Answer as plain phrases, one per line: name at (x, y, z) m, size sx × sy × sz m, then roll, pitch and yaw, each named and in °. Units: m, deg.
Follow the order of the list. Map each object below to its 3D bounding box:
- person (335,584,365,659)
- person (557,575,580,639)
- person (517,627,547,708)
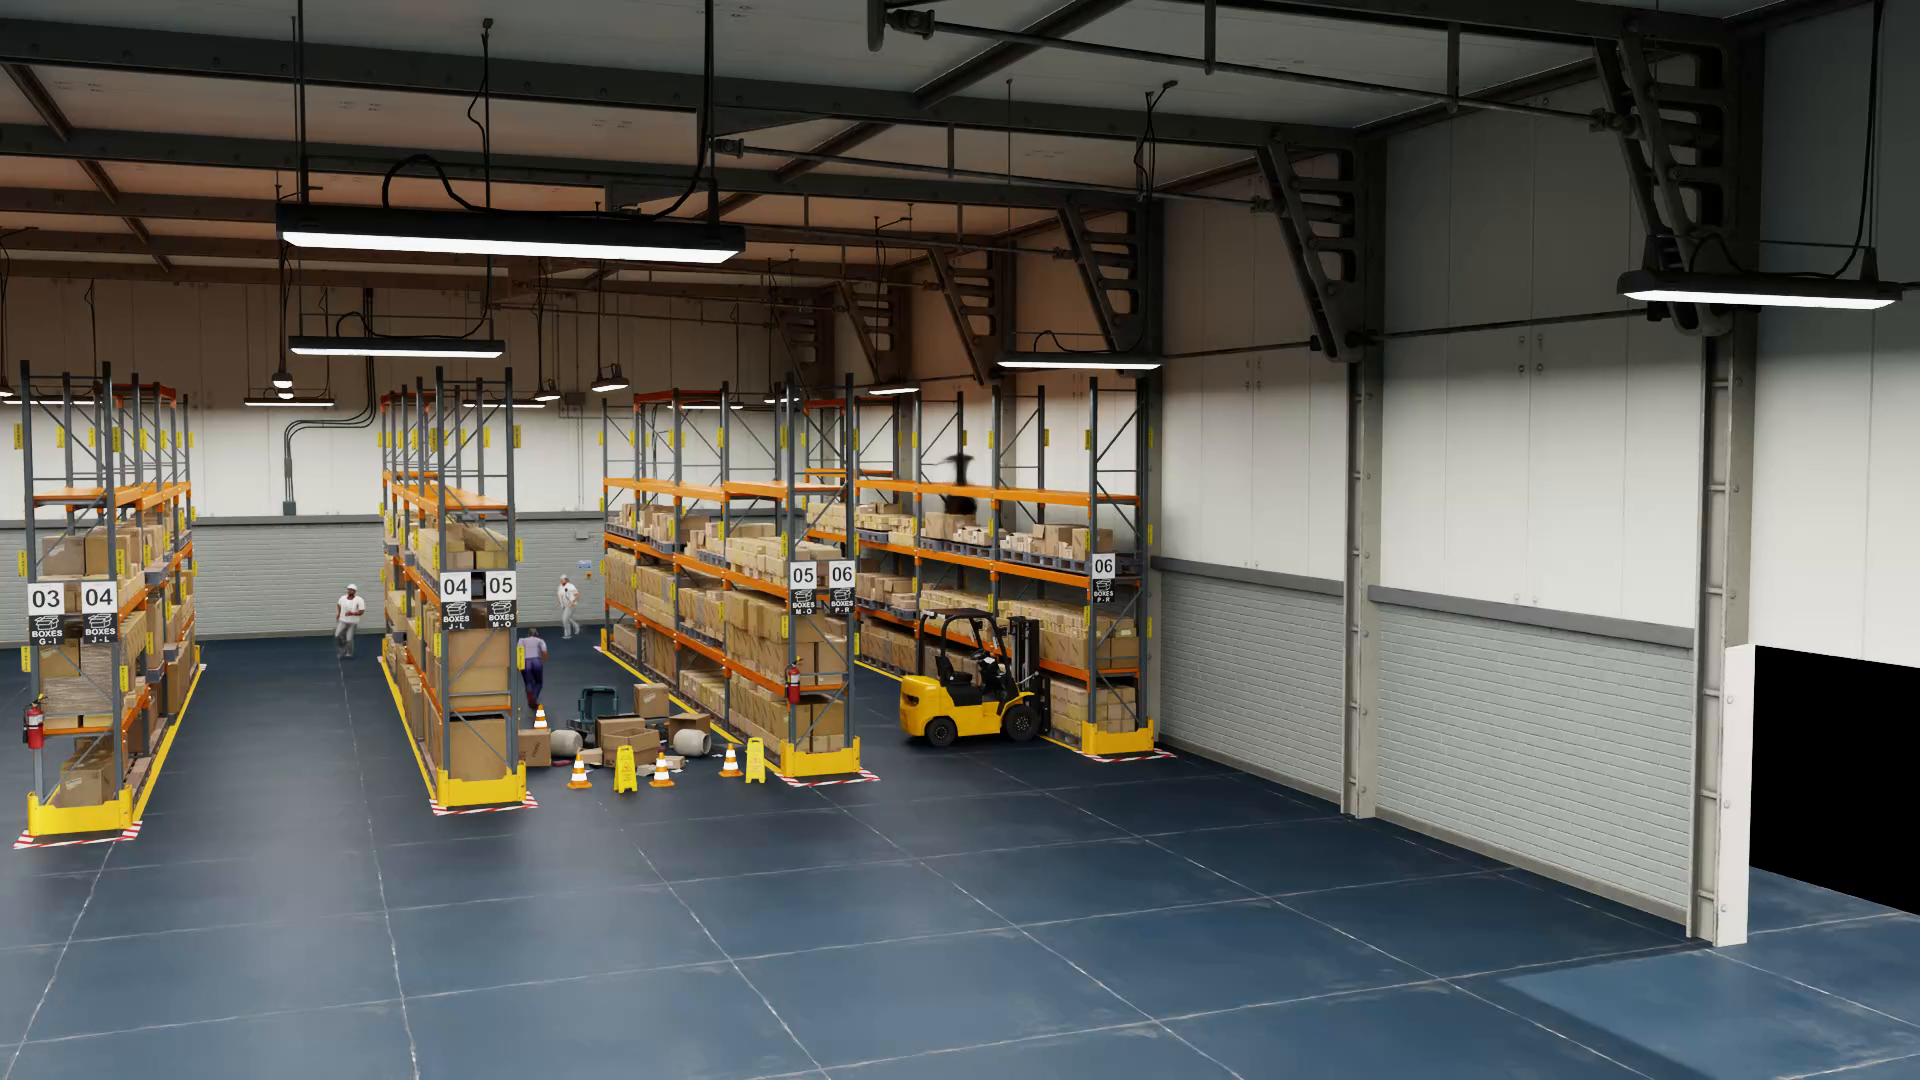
person at (-13.916, 1.858, 37.879) m, size 0.701 × 1.723 × 0.622 m, roll 0°, pitch 3°, yaw 3°
person at (-9.872, 1.673, 42.137) m, size 0.609 × 1.618 × 0.724 m, roll 2°, pitch 4°, yaw 34°
person at (-8.041, 2.401, 31.080) m, size 0.620 × 1.477 × 0.804 m, roll -1°, pitch 4°, yaw -11°
